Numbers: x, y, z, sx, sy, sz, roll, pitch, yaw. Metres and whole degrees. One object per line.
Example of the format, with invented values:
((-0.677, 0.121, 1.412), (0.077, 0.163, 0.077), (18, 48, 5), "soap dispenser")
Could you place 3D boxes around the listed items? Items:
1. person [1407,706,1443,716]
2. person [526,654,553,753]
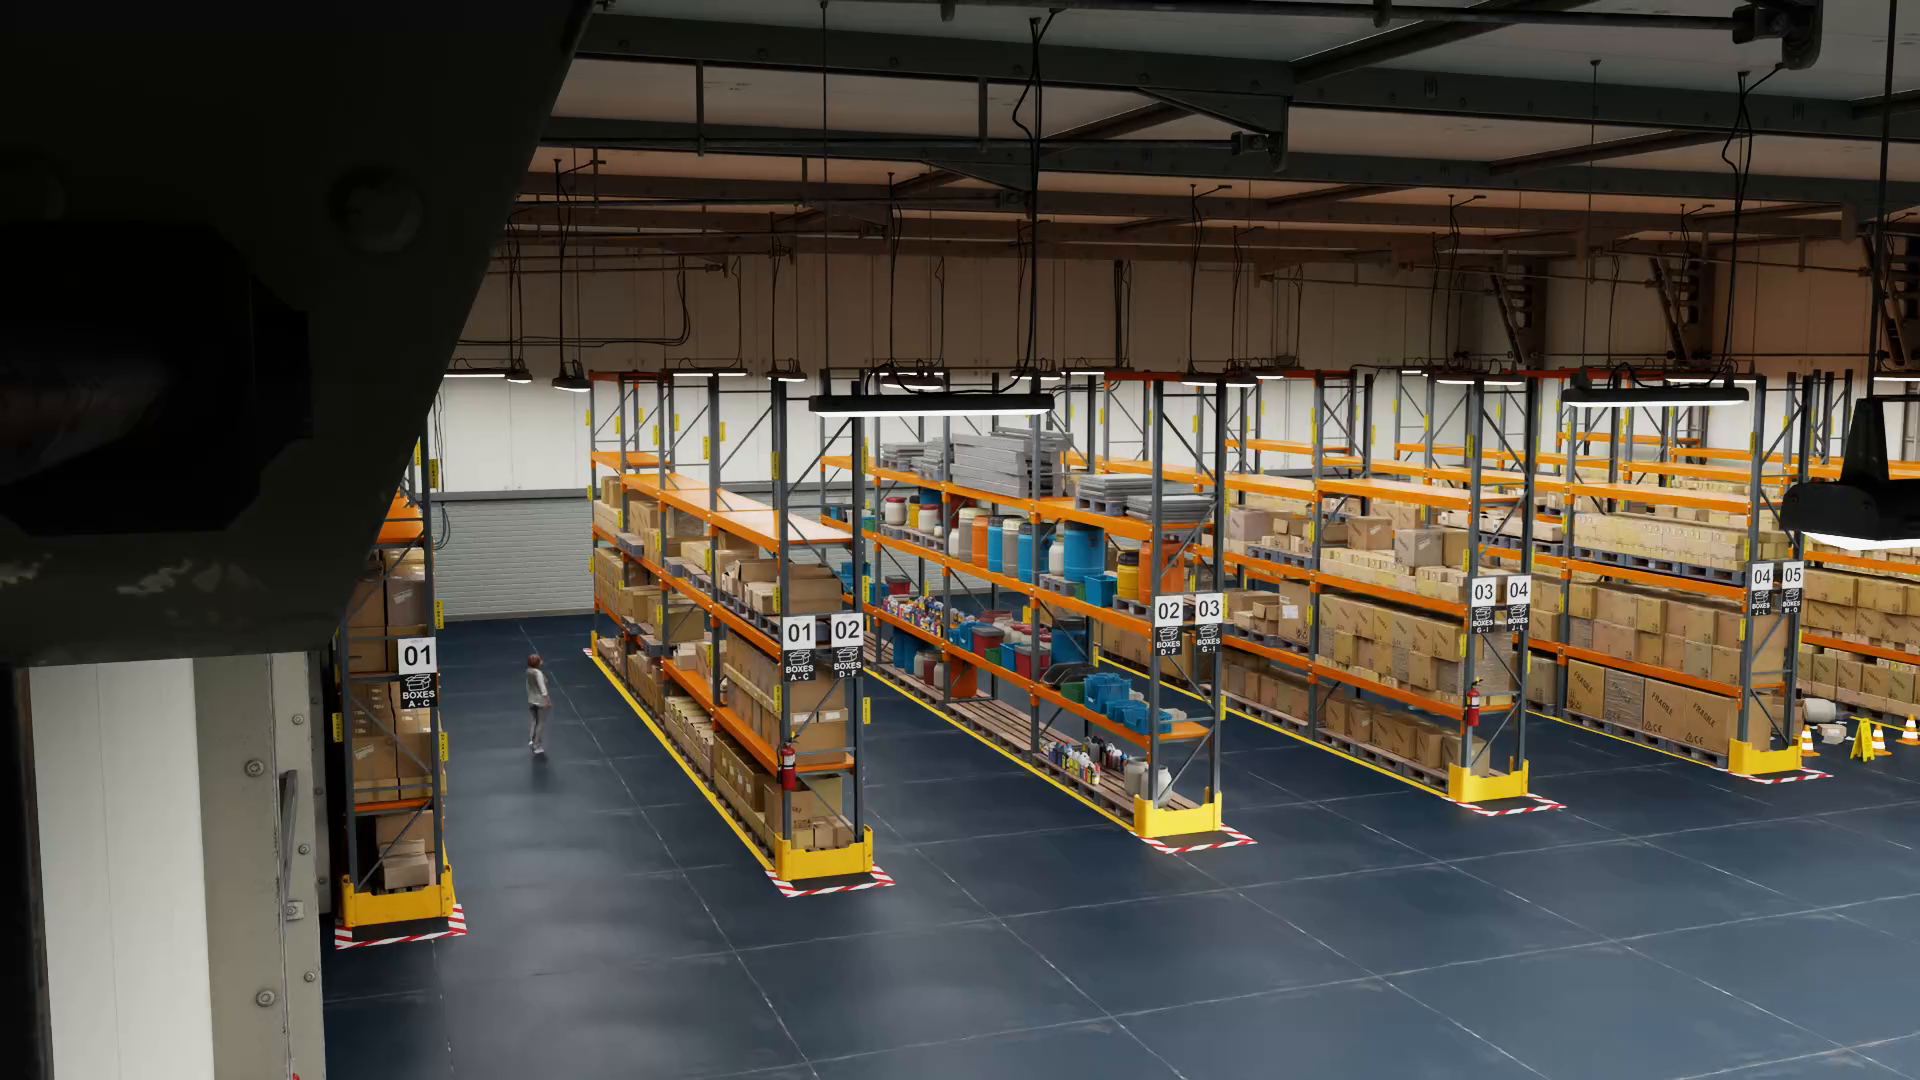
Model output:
((8.235, 2.218, 29.334), (0.616, 1.720, 0.542), (2, 7, 14), "person")
((-6.687, 2.597, 26.397), (0.454, 1.572, 0.420), (2, 7, 17), "person")
